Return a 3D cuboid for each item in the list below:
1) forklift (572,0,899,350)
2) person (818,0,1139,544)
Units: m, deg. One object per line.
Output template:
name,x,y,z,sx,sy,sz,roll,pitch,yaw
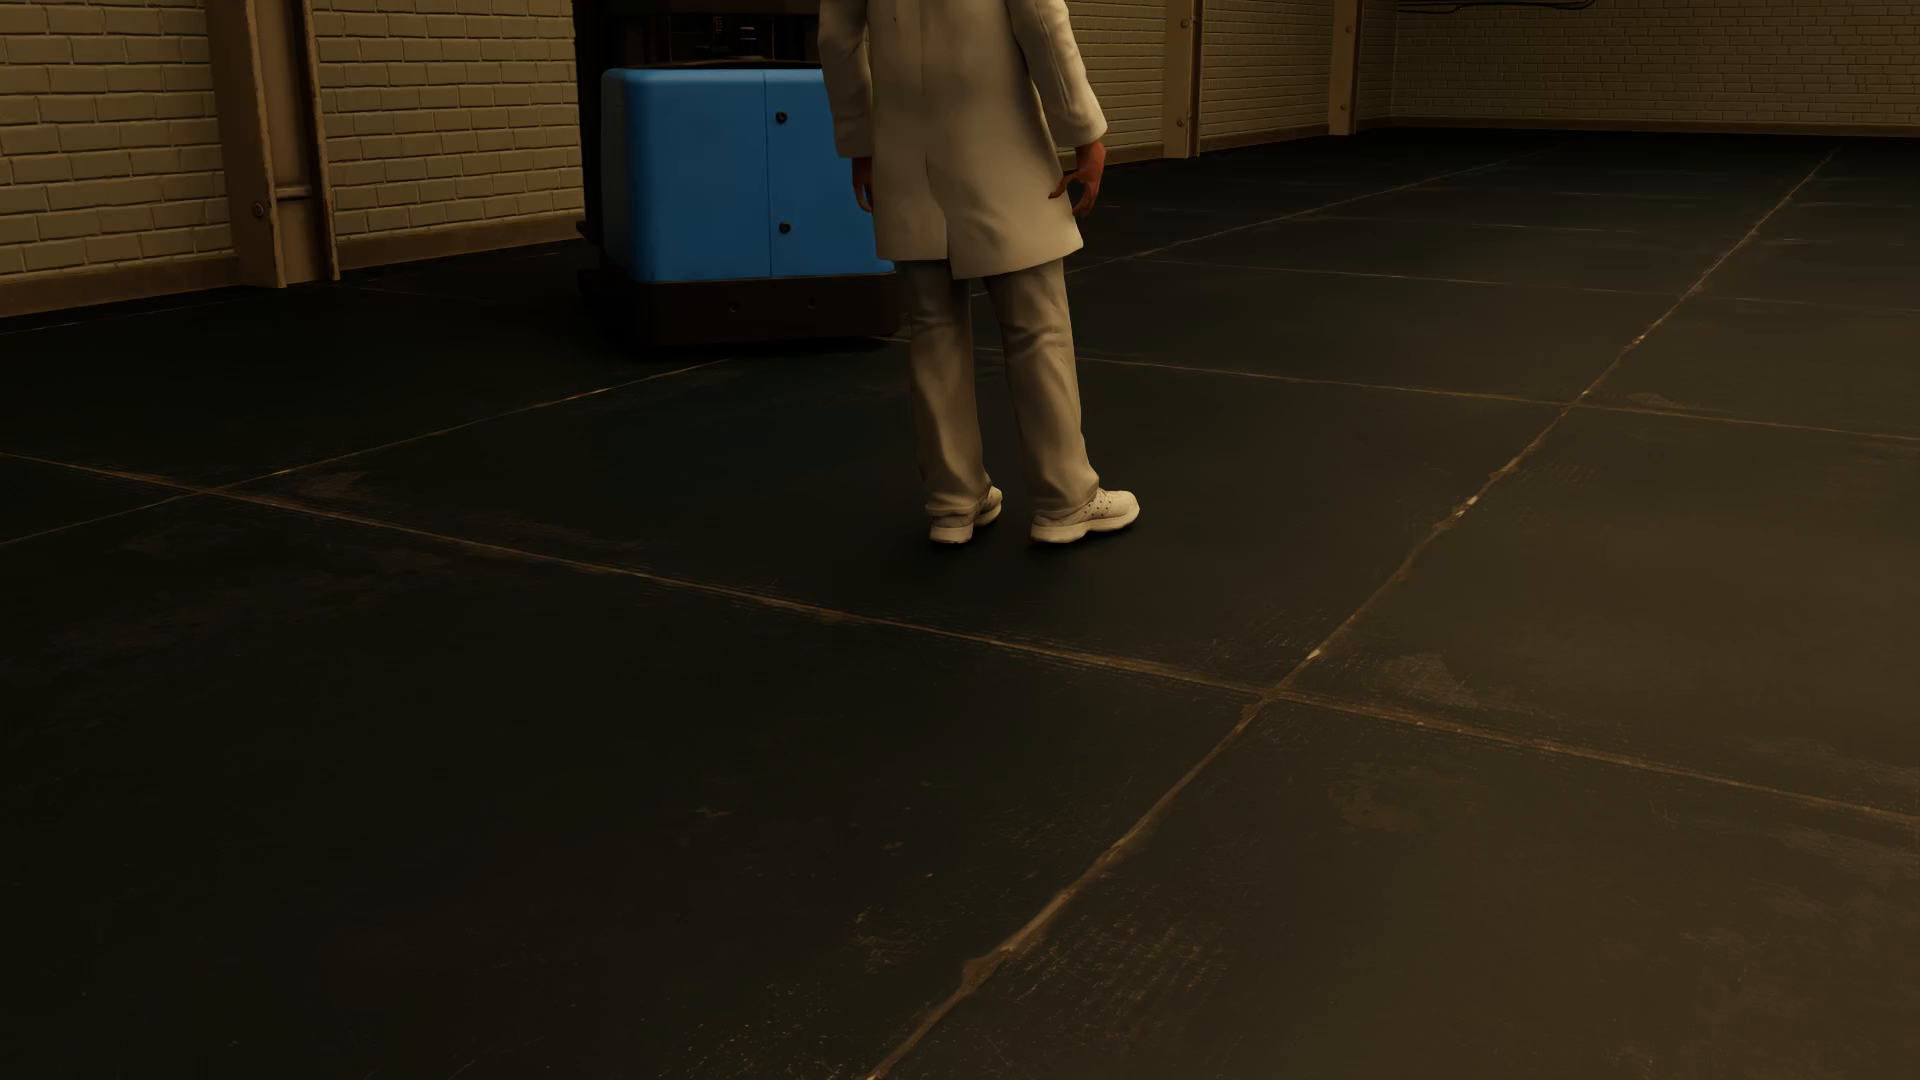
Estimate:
forklift,-1.178,-2.510,7.375,1.130,2.935,3.031,-5,17,-17
person,0.048,-0.881,3.861,0.698,1.776,0.580,9,19,28
